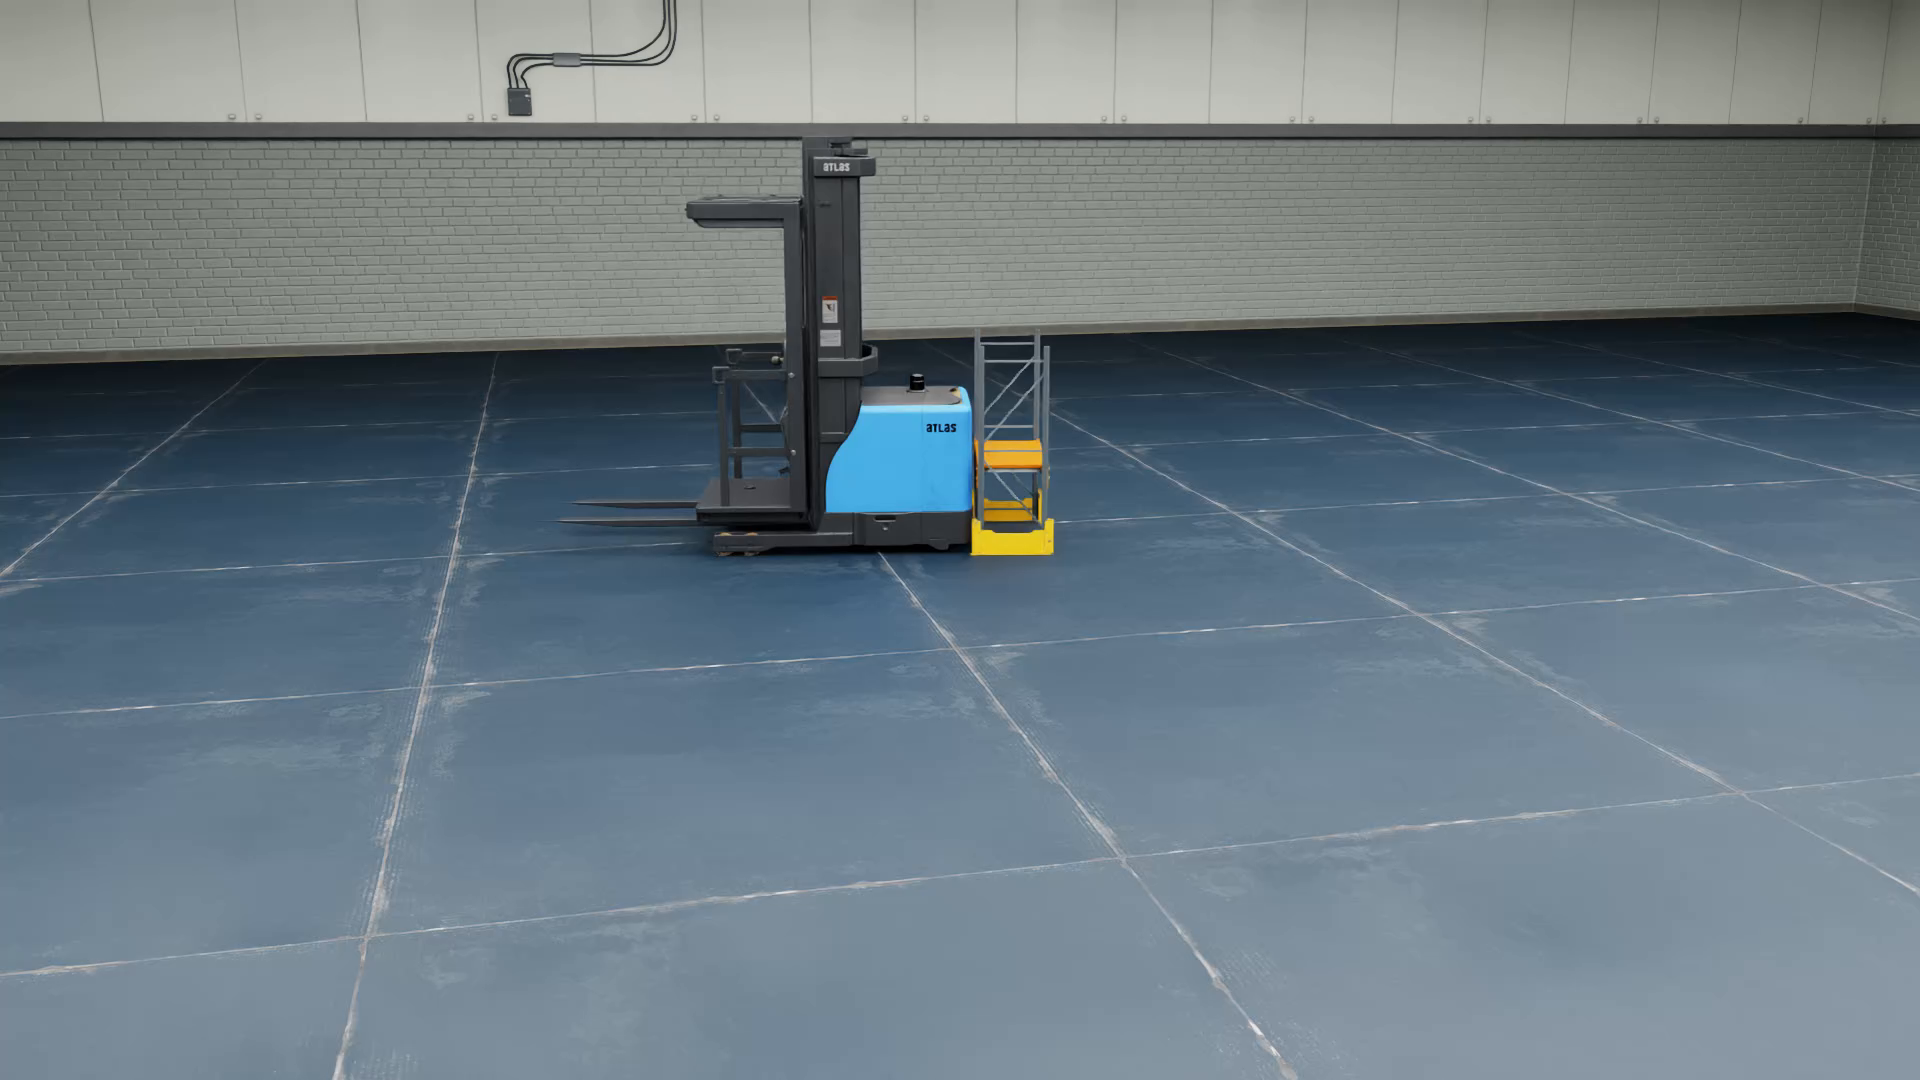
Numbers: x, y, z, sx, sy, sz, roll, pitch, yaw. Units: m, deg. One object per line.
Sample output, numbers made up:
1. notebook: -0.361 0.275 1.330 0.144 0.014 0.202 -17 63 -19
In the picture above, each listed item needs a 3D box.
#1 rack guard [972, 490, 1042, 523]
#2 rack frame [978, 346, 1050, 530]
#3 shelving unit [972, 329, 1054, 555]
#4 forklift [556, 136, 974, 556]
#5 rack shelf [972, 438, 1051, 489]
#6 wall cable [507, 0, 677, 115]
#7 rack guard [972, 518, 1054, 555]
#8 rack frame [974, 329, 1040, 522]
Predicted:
1. rack guard: 0.360 -0.259 12.960 0.587 0.250 0.087 0 14 -1
2. rack frame: 0.379 -0.630 11.843 0.500 1.500 0.032 0 14 -1
3. shelving unit: 0.370 -0.748 12.328 0.587 1.500 1.083 0 14 -1
4. forklift: -1.432 -1.437 12.133 3.031 2.935 1.130 0 14 -2
5. rack shelf: 0.370 -0.576 12.380 0.538 0.185 1.000 0 14 -1
6. wall cable: -4.993 -8.744 22.090 2.305 6.003 0.169 -3 14 -13
7. rack guard: 0.379 -0.023 11.993 0.587 0.250 0.087 0 14 -1
8. rack frame: 0.360 -0.871 12.831 0.500 1.500 0.032 0 14 -1
